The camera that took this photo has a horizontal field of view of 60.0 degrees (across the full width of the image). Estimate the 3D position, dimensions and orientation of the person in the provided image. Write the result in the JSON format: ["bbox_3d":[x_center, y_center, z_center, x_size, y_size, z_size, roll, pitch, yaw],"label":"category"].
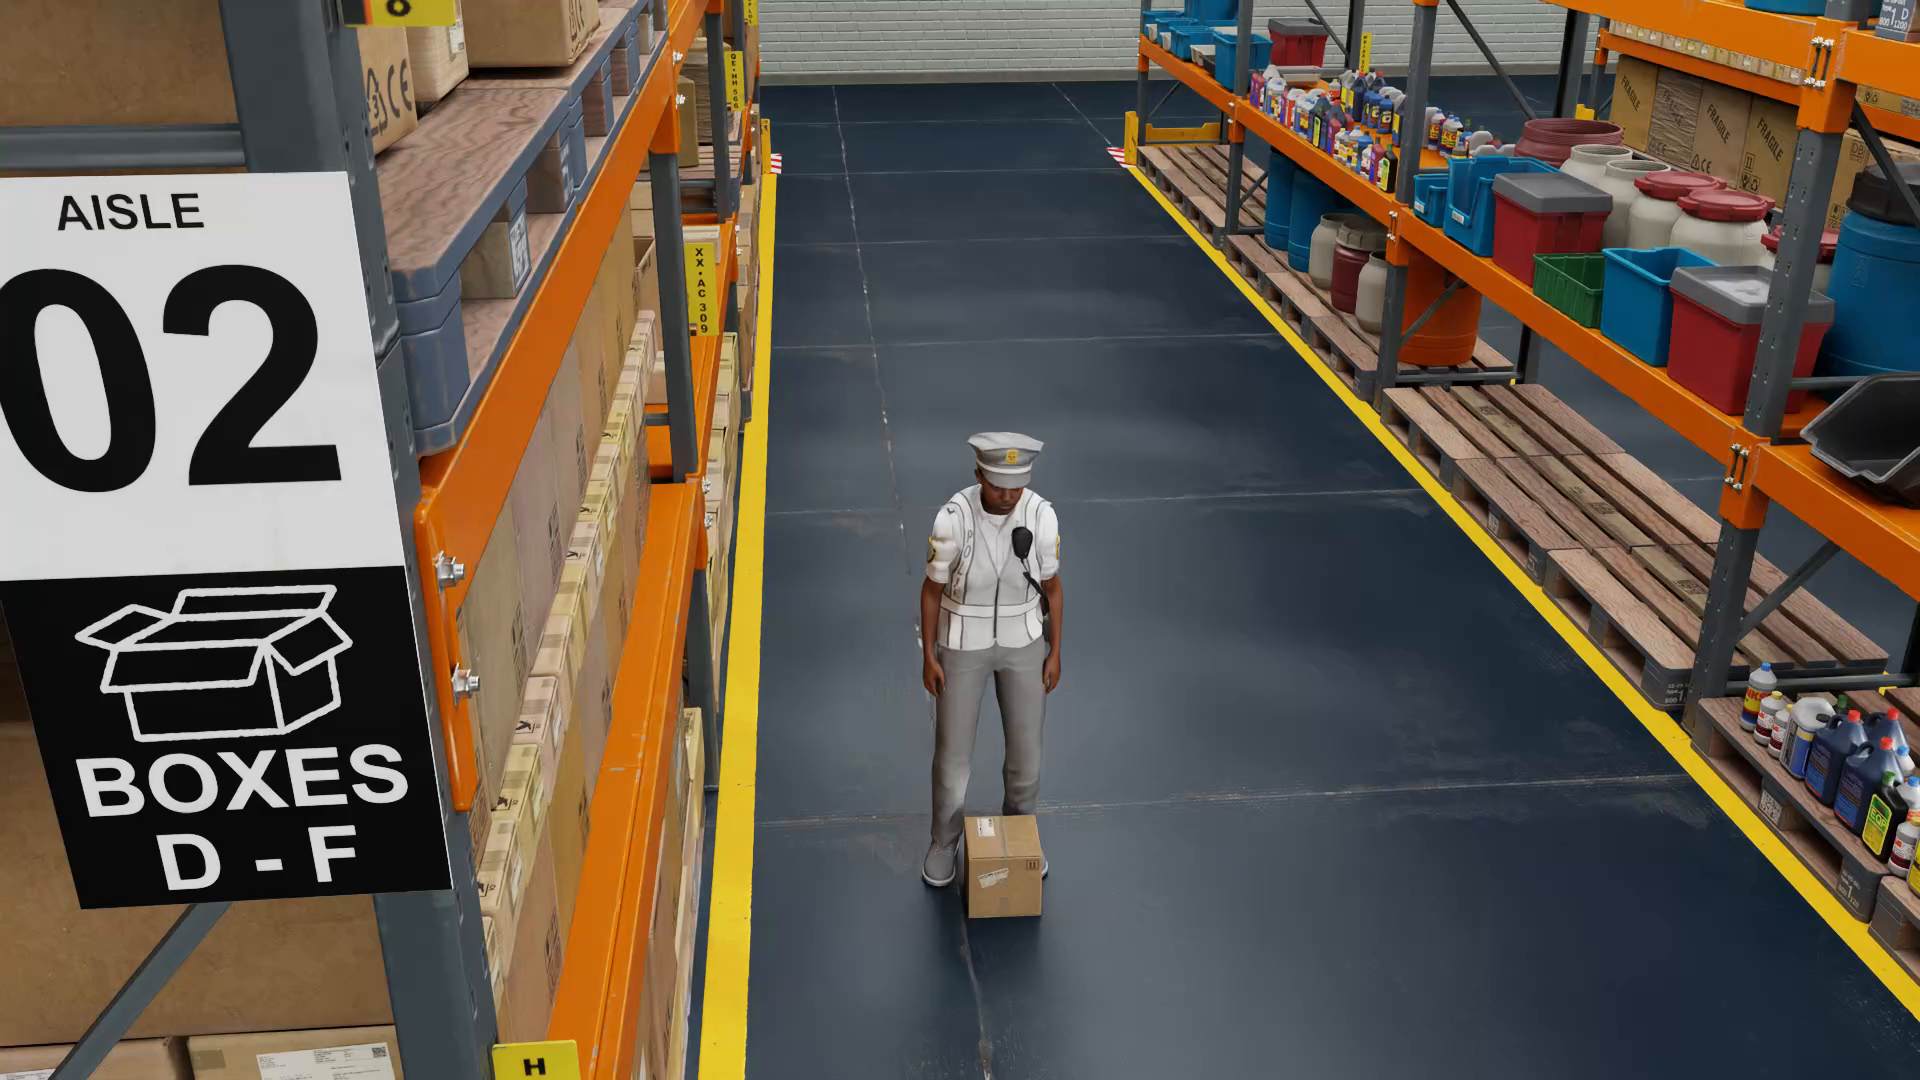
[{"bbox_3d":[0.105,0.396,5.710,0.504,1.657,0.394,-3,24,-6],"label":"person"}]
